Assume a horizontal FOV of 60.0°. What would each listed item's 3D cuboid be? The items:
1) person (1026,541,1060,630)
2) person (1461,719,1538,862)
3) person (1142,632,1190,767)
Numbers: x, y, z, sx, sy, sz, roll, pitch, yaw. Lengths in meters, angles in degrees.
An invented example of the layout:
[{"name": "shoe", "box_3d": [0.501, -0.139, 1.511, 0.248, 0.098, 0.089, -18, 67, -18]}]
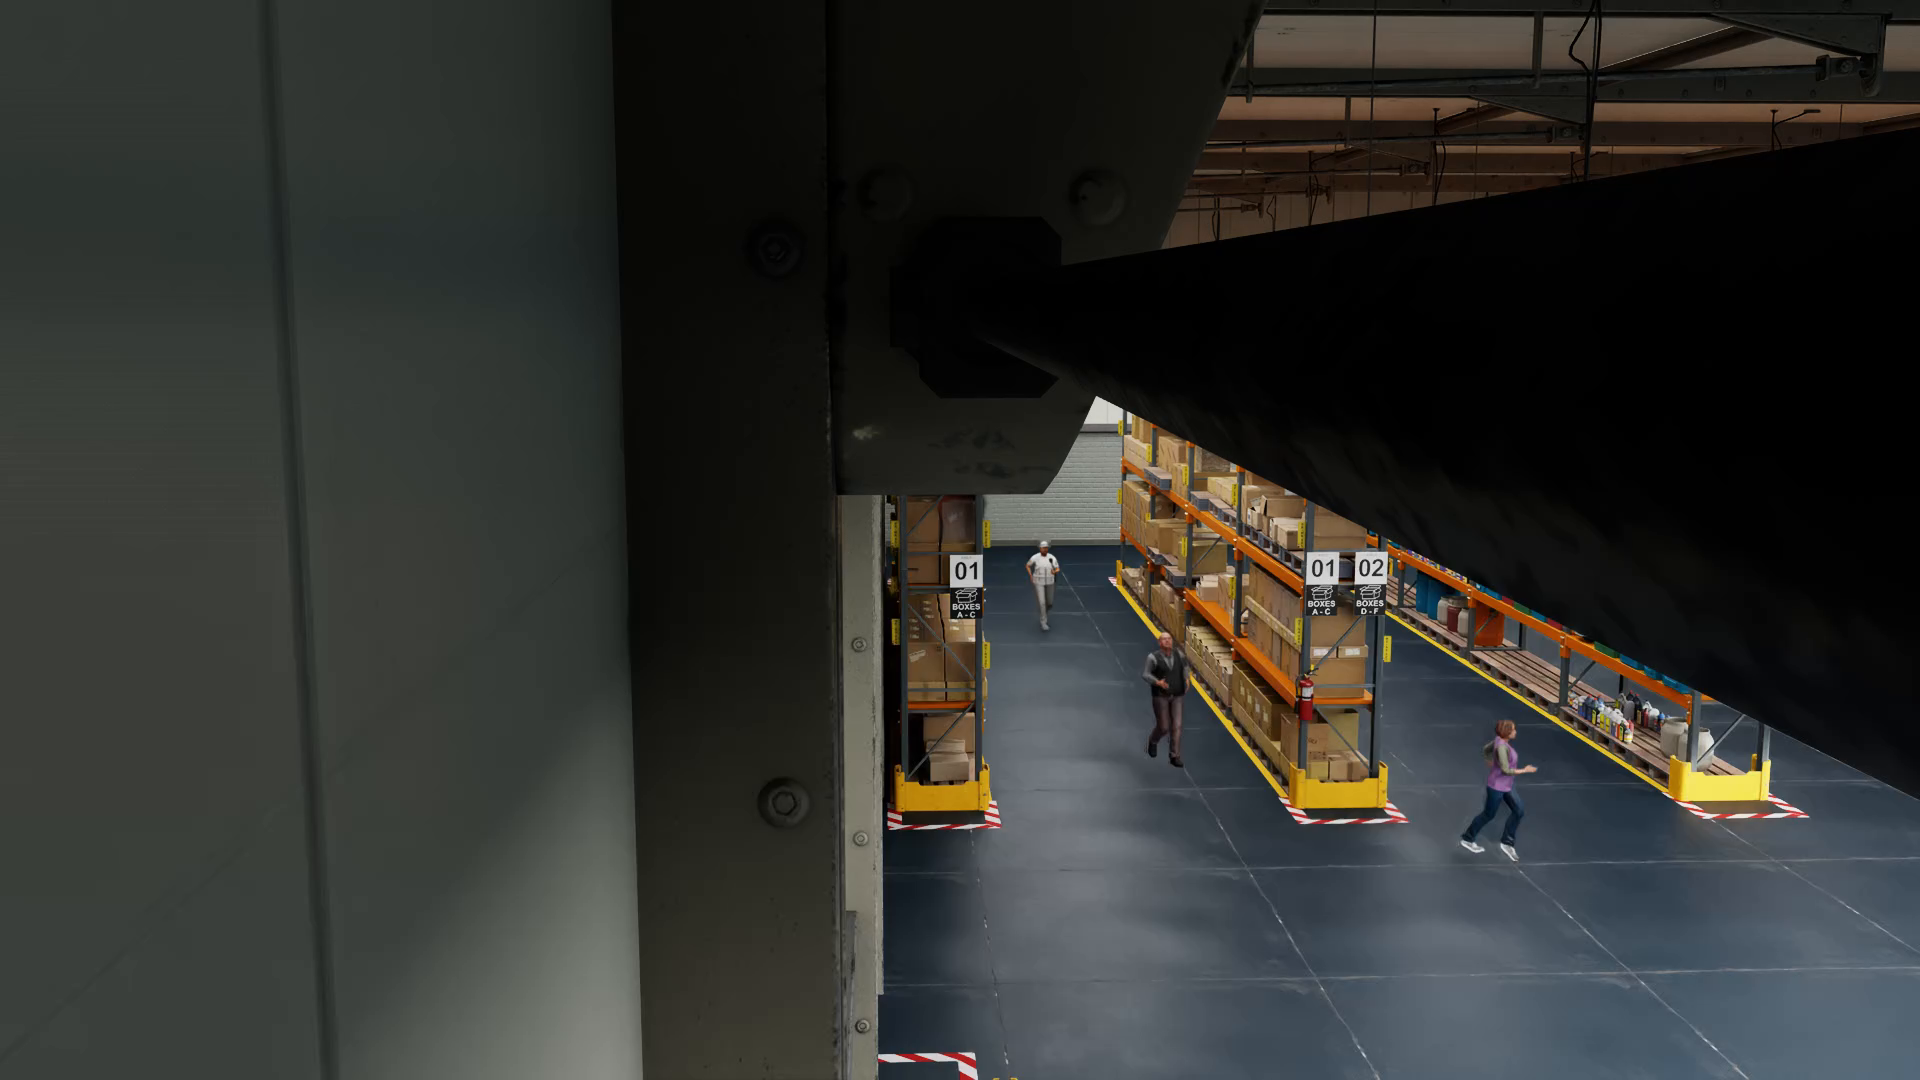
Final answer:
[{"name": "person", "box_3d": [1.597, 0.839, 31.701, 0.616, 1.643, 0.874, -2, 9, -12]}, {"name": "person", "box_3d": [6.052, 2.800, 18.643, 0.784, 1.640, 0.504, 5, 10, 28]}, {"name": "person", "box_3d": [2.726, 2.053, 21.536, 0.683, 1.678, 0.826, -2, 9, -10]}]
